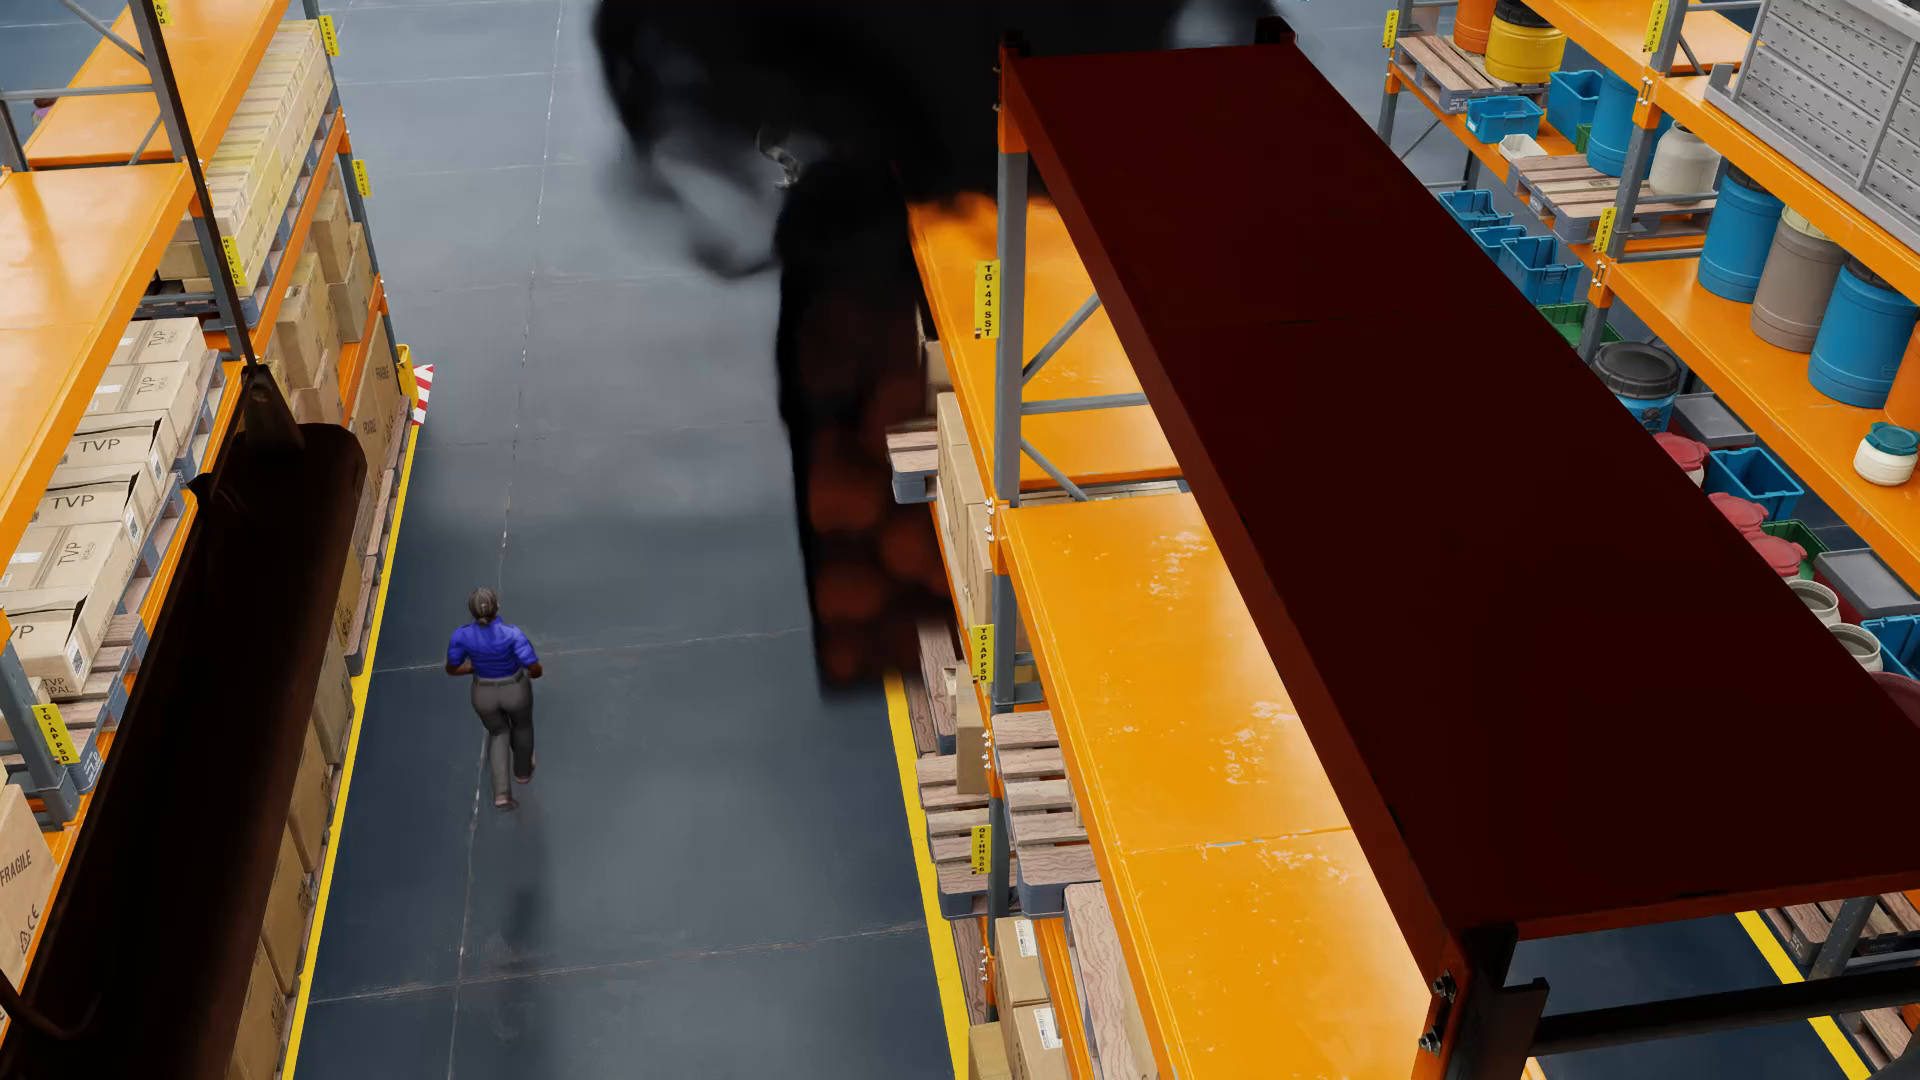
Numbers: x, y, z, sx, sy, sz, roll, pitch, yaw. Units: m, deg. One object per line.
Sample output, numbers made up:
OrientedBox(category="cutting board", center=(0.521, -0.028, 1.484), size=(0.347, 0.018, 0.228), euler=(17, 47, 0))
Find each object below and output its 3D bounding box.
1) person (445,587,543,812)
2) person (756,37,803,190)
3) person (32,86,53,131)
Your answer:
OrientedBox(category="person", center=(-2.828, 0.970, 10.283), size=(0.590, 1.662, 0.656), euler=(-4, 36, -5))
OrientedBox(category="person", center=(-1.997, -4.708, 18.398), size=(0.592, 1.742, 0.652), euler=(14, 38, 18))
OrientedBox(category="person", center=(-9.437, -4.010, 17.603), size=(0.818, 1.587, 0.566), euler=(27, 44, 32))
